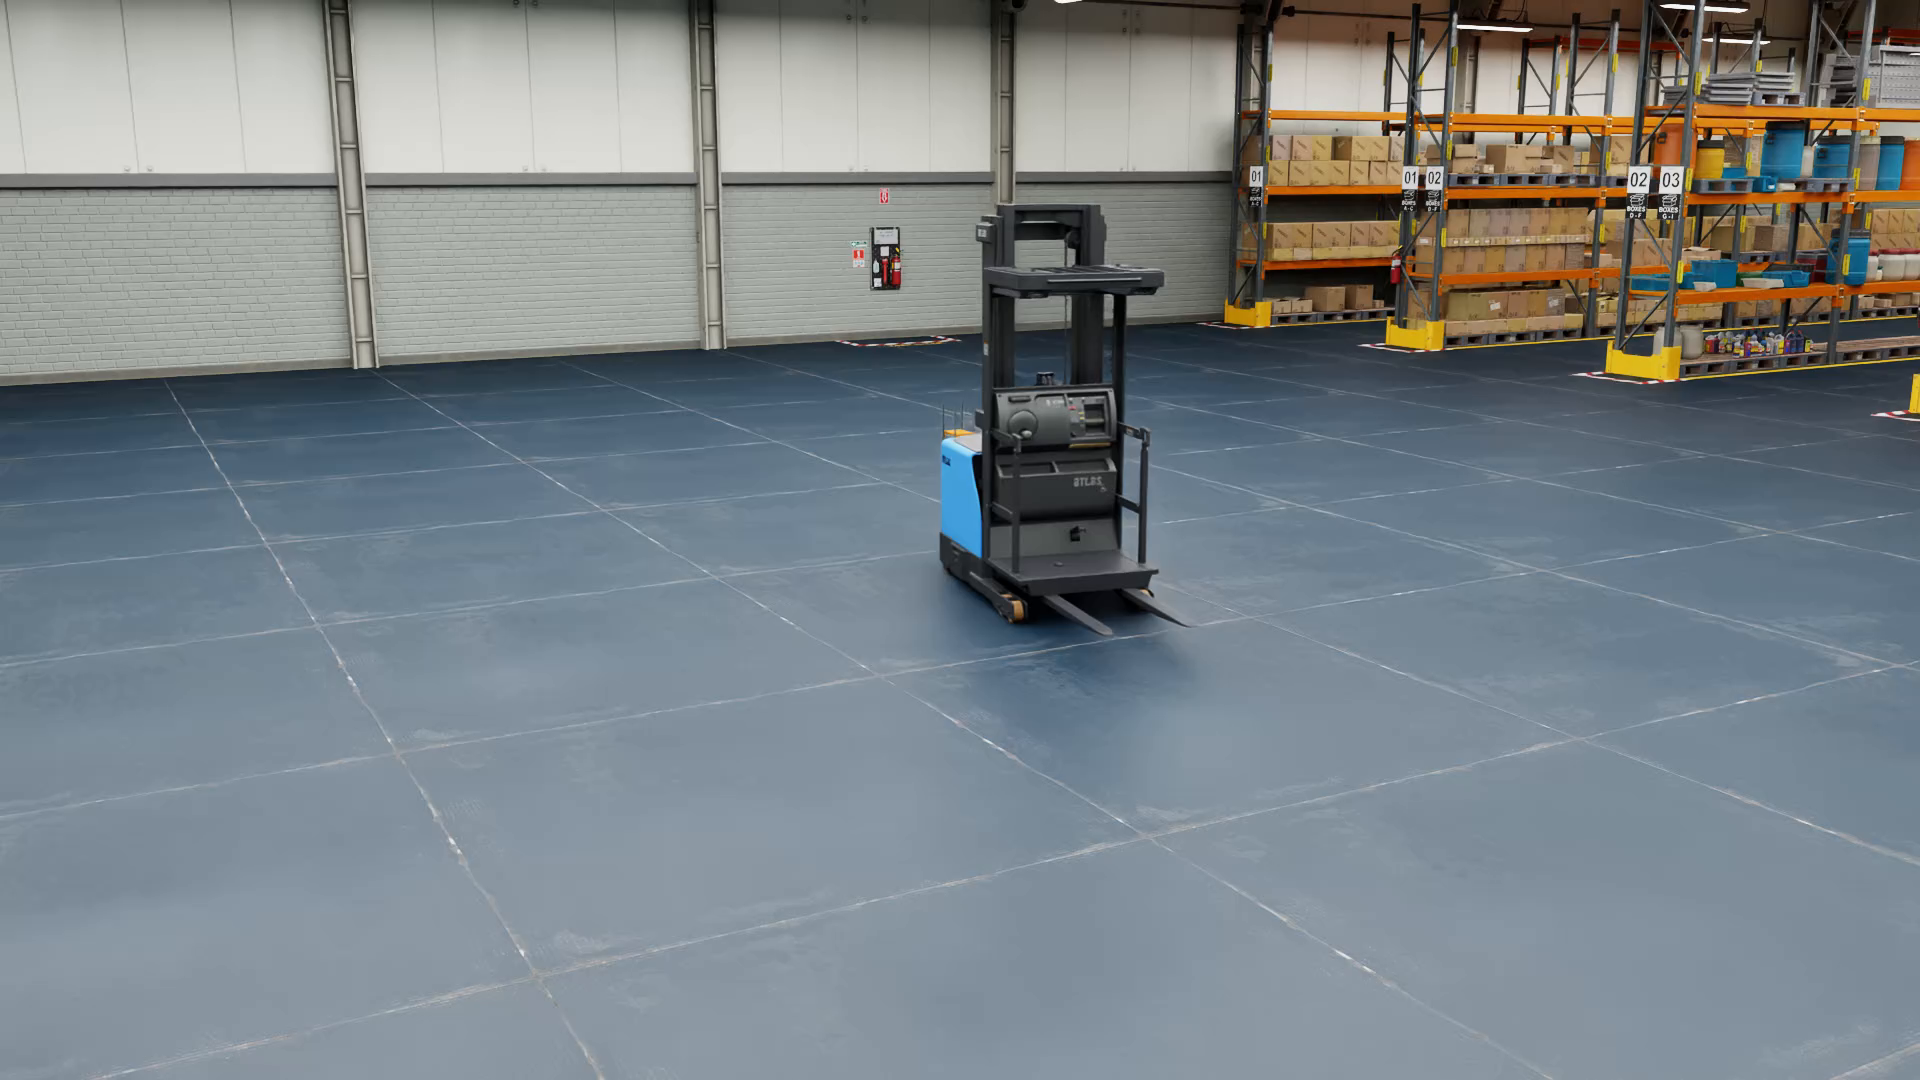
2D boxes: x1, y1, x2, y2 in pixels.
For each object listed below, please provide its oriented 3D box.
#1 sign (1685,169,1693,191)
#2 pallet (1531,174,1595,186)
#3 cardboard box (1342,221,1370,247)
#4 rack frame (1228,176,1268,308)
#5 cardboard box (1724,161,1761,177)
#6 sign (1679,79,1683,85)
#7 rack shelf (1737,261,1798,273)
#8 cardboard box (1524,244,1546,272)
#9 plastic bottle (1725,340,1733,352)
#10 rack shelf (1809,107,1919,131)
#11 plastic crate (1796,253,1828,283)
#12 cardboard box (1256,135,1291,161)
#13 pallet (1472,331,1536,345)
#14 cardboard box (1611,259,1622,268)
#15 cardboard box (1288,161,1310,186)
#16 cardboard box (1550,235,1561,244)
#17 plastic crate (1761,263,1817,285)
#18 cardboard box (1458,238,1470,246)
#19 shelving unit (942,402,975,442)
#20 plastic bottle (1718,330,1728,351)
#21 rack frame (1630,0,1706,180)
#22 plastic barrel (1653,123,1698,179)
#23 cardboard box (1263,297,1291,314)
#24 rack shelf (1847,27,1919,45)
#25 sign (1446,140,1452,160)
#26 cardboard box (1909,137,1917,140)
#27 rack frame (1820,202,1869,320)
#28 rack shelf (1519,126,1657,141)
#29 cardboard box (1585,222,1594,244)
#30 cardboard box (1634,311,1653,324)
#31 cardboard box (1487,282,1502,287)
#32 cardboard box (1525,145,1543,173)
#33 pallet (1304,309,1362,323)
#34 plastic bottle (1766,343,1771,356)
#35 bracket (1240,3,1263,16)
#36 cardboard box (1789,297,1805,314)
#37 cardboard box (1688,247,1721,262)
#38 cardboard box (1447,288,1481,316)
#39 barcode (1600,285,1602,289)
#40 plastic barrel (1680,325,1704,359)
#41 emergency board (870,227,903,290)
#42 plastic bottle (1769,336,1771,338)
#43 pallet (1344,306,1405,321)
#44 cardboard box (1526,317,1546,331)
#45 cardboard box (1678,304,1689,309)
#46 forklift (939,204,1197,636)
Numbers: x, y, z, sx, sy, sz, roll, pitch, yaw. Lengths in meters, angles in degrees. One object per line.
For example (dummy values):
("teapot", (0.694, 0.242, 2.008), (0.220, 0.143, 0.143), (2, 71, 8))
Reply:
("sign", (10.900, -5.387, 24.864), (0.005, 0.325, 0.100), (-7, 14, -28))
("pallet", (11.044, -6.727, 31.040), (1.213, 0.211, 1.003), (-7, 14, -28))
("cardboard box", (8.254, -6.445, 35.003), (0.500, 0.500, 0.500), (-7, 15, -29))
("rack frame", (5.893, -5.935, 34.151), (0.127, 3.000, 1.000), (-7, 14, -28))
("cardboard box", (15.658, -7.387, 33.543), (0.500, 0.500, 0.910), (-7, 14, -28))
("sign", (16.696, -10.516, 38.531), (0.005, 0.325, 0.100), (-7, 14, -28))
("rack shelf", (17.047, -5.682, 34.664), (4.000, 0.370, 1.077), (-7, 14, -28))
("cardboard box", (10.492, -5.294, 31.074), (0.500, 0.500, 0.700), (-7, 14, -27))
("plastic bottle", (12.638, -3.189, 27.317), (0.097, 0.201, 0.097), (0, 13, 0))
("rack shelf", (15.906, -7.038, 27.936), (4.000, 0.370, 1.077), (-7, 14, -28))
("plastic crate", (14.429, -4.588, 28.019), (0.583, 0.464, 0.402), (-7, 14, -28))
("cardboard box", (6.347, -7.939, 33.671), (0.500, 0.500, 0.500), (-8, 15, -32))
("pallet", (9.990, -3.837, 31.177), (1.213, 0.211, 1.003), (-7, 14, -28))
("cardboard box", (12.656, -5.333, 32.047), (0.250, 0.149, 0.380), (-7, 14, -28))
("cardboard box", (6.795, -7.494, 33.971), (0.500, 0.500, 0.500), (-6, 14, -24))
("cardboard box", (10.968, -5.616, 31.026), (0.250, 0.149, 0.380), (-7, 14, -28))
("plastic crate", (13.630, -4.386, 27.408), (0.504, 0.338, 0.767), (-7, 14, -28))
("cardboard box", (8.948, -5.374, 29.953), (0.250, 0.149, 0.380), (-7, 15, -29))
("shelving unit", (-0.013, -0.584, 14.471), (0.189, 1.200, 0.258), (-7, 14, -28))
("plastic bottle", (12.541, -3.280, 27.384), (0.185, 0.351, 0.144), (-6, 14, -26))
("rack frame", (10.640, -6.953, 25.009), (0.127, 3.000, 1.000), (-7, 14, -28))
("plastic barrel", (11.005, -5.980, 25.581), (0.708, 0.830, 0.600), (-7, 14, -28))
("cardboard box", (6.543, -4.894, 34.644), (0.500, 0.311, 0.500), (-9, 15, -34))
("rack shelf", (20.558, -10.651, 35.511), (4.000, 0.370, 1.077), (-7, 14, -28))
("sign", (8.530, -6.802, 28.999), (0.005, 0.325, 0.100), (-7, 14, -28))
("cardboard box", (20.154, -8.381, 35.682), (0.500, 0.500, 0.700), (-7, 14, -28))
("rack frame", (18.803, -6.244, 35.520), (0.127, 3.000, 1.000), (-7, 14, -28))
("rack shelf", (14.670, -9.368, 38.290), (4.000, 0.370, 1.077), (-7, 14, -28))
("cardboard box", (14.364, -7.088, 38.321), (0.500, 0.500, 0.500), (-7, 14, -28))
("cardboard box", (13.156, -4.369, 32.495), (0.500, 0.250, 0.500), (-7, 15, -30))
("cardboard box", (11.800, -5.655, 37.594), (0.500, 0.500, 0.700), (-7, 14, -28))
("cardboard box", (10.275, -7.040, 30.717), (0.637, 0.503, 0.797), (-5, 14, -22))
("pallet", (7.759, -4.789, 35.409), (1.213, 0.211, 1.003), (-7, 14, -28))
("plastic bottle", (13.037, -3.085, 26.856), (0.097, 0.201, 0.097), (0, 13, 0))
("bracket", (5.899, -10.747, 33.667), (0.430, 0.232, 0.235), (-7, 14, -28))
("cardboard box", (17.183, -4.975, 34.573), (0.500, 0.500, 0.500), (-7, 15, -30))
("cardboard box", (14.951, -5.749, 33.528), (0.500, 0.311, 0.500), (-6, 14, -24))
("cardboard box", (9.469, -4.432, 31.070), (0.500, 0.500, 0.500), (-7, 14, -28))
("barcode", (12.204, -4.812, 31.664), (0.075, 0.075, 0.001), (-7, 14, -28))
("plastic barrel", (11.621, -3.154, 26.502), (0.421, 0.512, 0.421), (0, 13, 0))
("emergency board", (-1.361, -5.292, 31.292), (0.643, 1.169, 0.194), (-7, 14, -28))
("plastic bottle", (13.200, -3.176, 27.074), (0.133, 0.283, 0.061), (-7, 14, -28))
("pallet", (8.831, -4.918, 35.983), (1.213, 0.211, 1.003), (-7, 14, -28))
("cardboard box", (10.603, -4.068, 31.161), (0.500, 0.250, 0.500), (-7, 14, -28))
("cardboard box", (14.052, -4.749, 32.907), (0.500, 0.311, 0.500), (-7, 14, -28))
("forklift", (0.782, -0.932, 12.077), (1.130, 2.935, 3.031), (-4, 13, -18))
